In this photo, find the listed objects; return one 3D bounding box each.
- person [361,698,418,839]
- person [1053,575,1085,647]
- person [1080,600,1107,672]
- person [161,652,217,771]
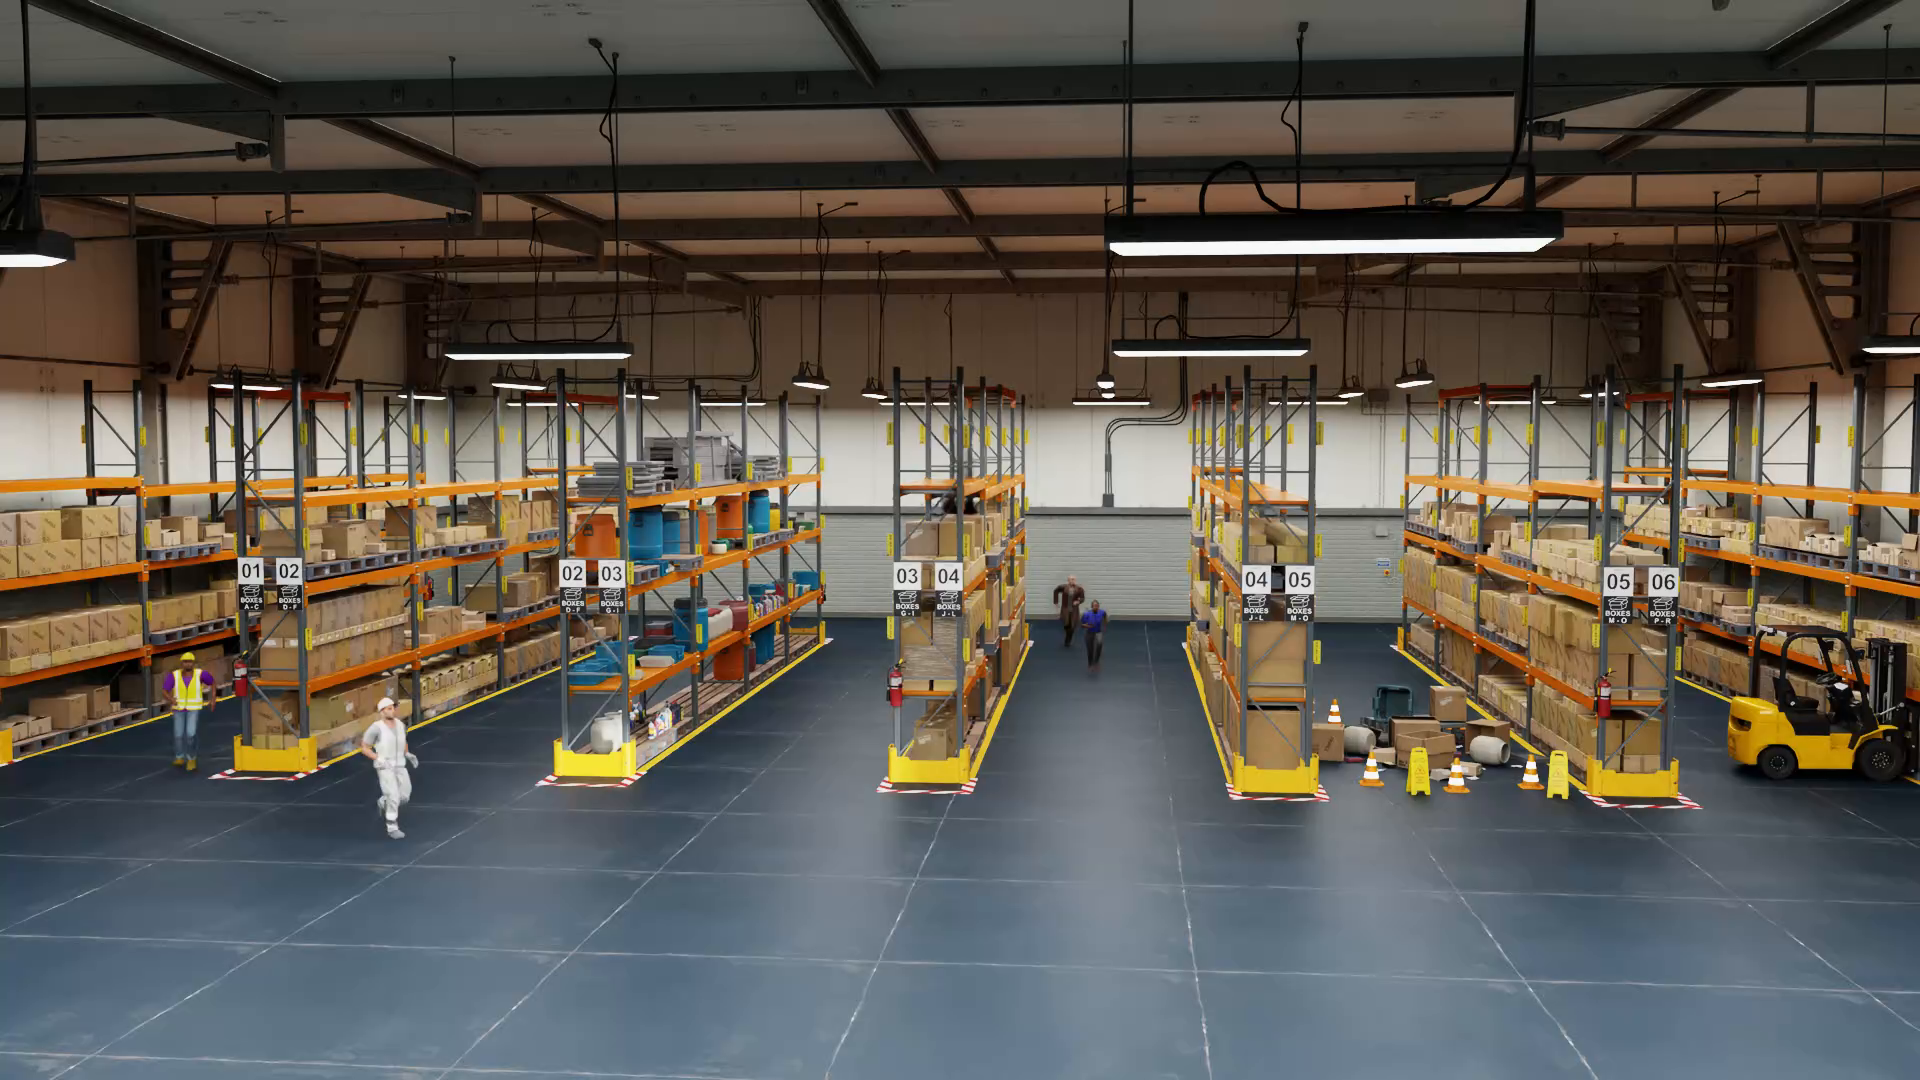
[{"bbox_3d":[-7.183,2.844,20.833,0.608,1.745,0.656,2,4,35],"label":"person"},{"bbox_3d":[2.590,1.694,39.427,0.759,1.728,0.697,0,4,3],"label":"person"},{"bbox_3d":[2.779,2.004,34.665,0.577,1.564,0.979,0,4,2],"label":"person"},{"bbox_3d":[-11.610,2.594,25.032,0.749,1.827,0.651,-1,4,-19],"label":"person"}]
